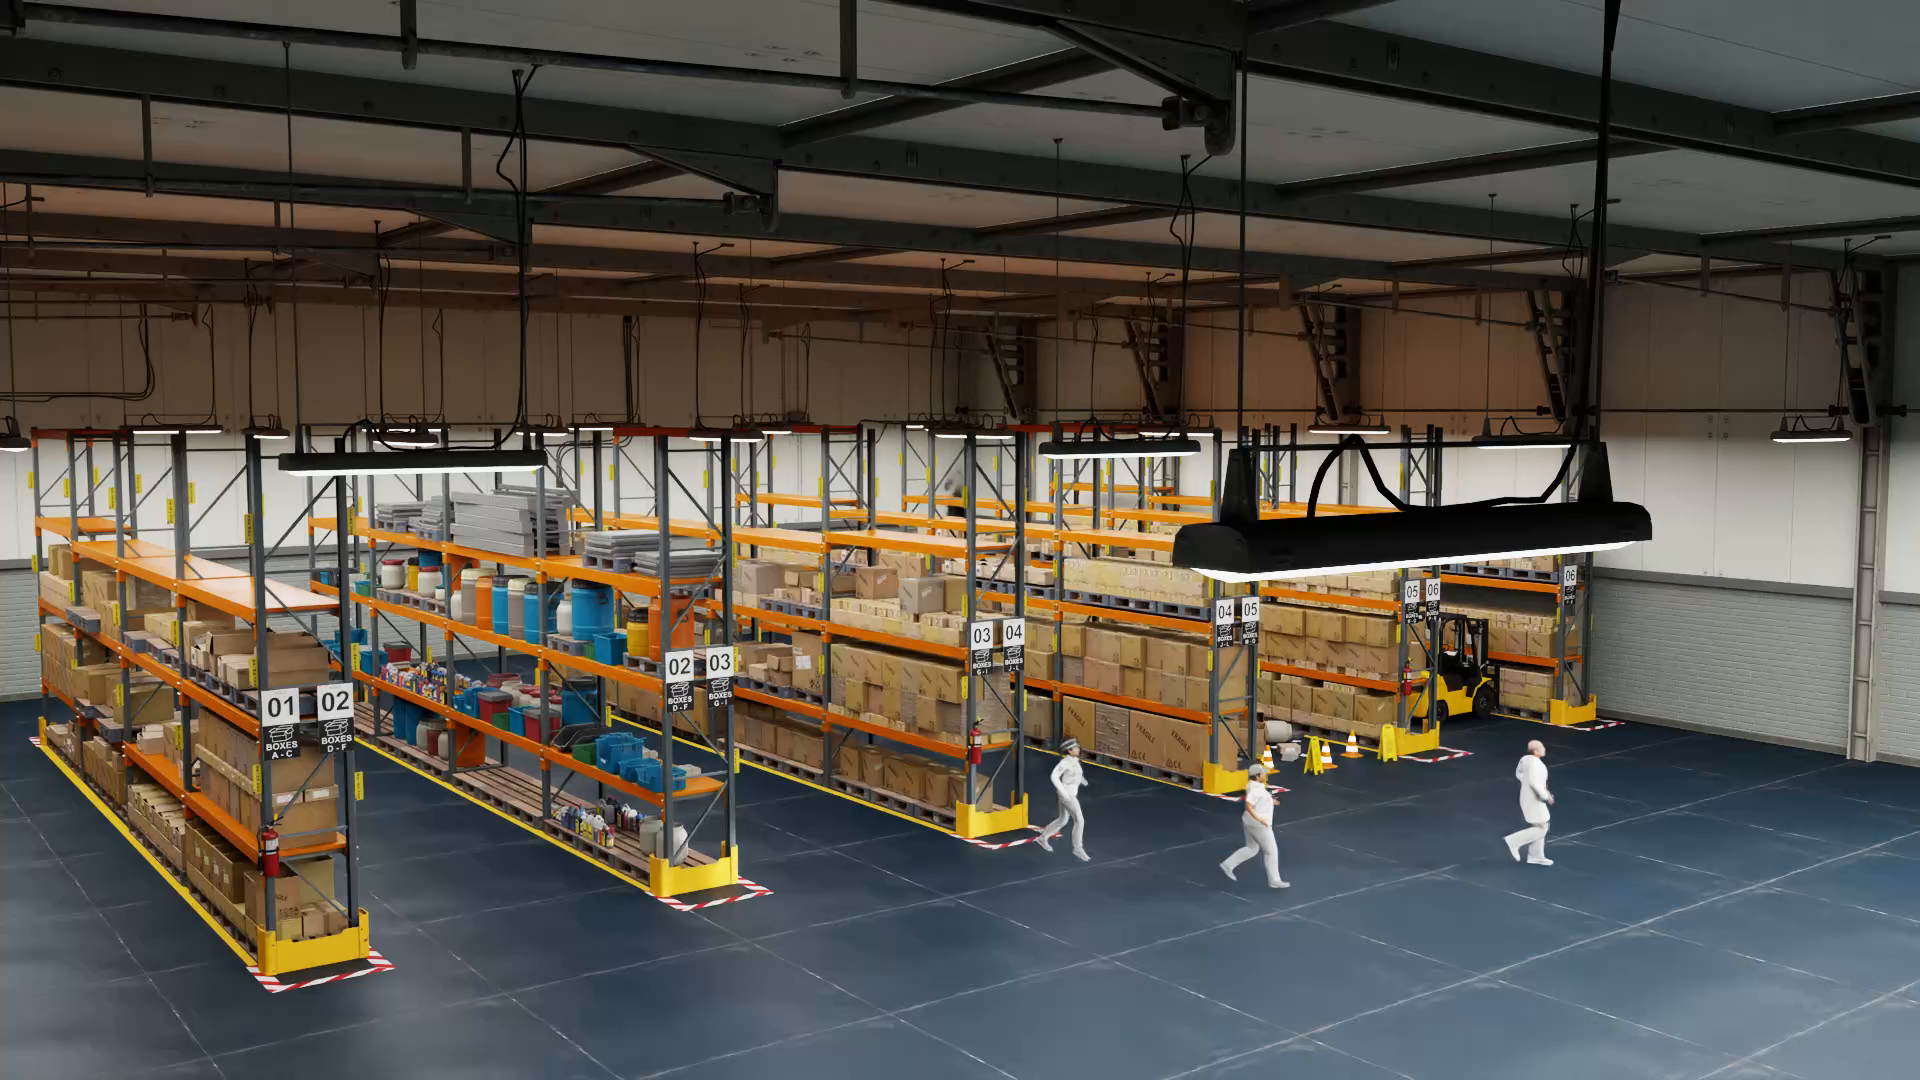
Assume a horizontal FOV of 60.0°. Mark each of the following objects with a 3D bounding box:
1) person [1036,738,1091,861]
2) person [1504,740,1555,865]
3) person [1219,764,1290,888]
[{"bbox_3d":[1.470,3.645,23.528,0.800,1.747,0.617,1,5,10],"label":"person"},{"bbox_3d":[7.910,3.652,23.139,0.735,1.758,0.712,0,4,1],"label":"person"},{"bbox_3d":[3.910,3.769,21.951,0.923,1.643,0.593,0,4,-5],"label":"person"}]
